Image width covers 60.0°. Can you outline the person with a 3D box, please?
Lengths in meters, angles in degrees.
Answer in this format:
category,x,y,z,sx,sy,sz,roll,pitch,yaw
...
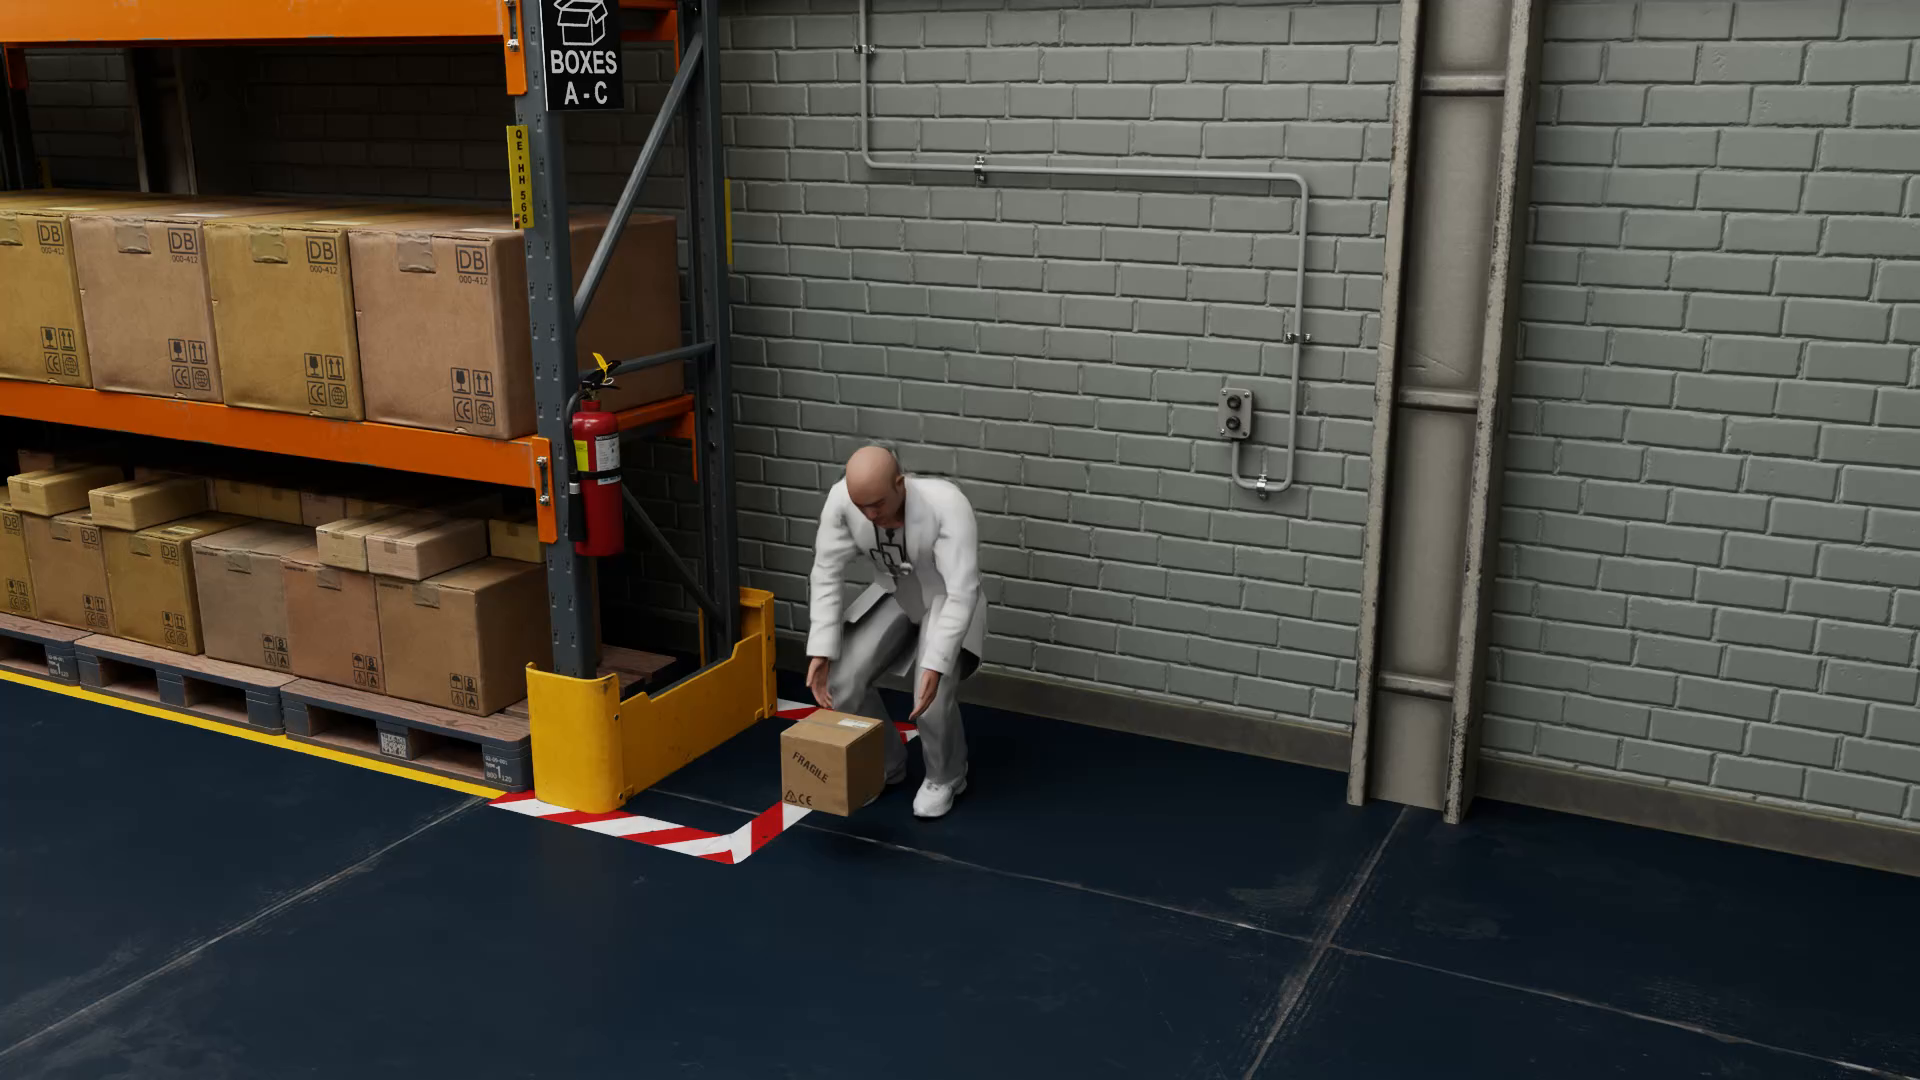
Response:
category,x,y,z,sx,sy,sz,roll,pitch,yaw
person,-0.174,0.322,5.807,0.631,1.293,0.750,8,17,26
